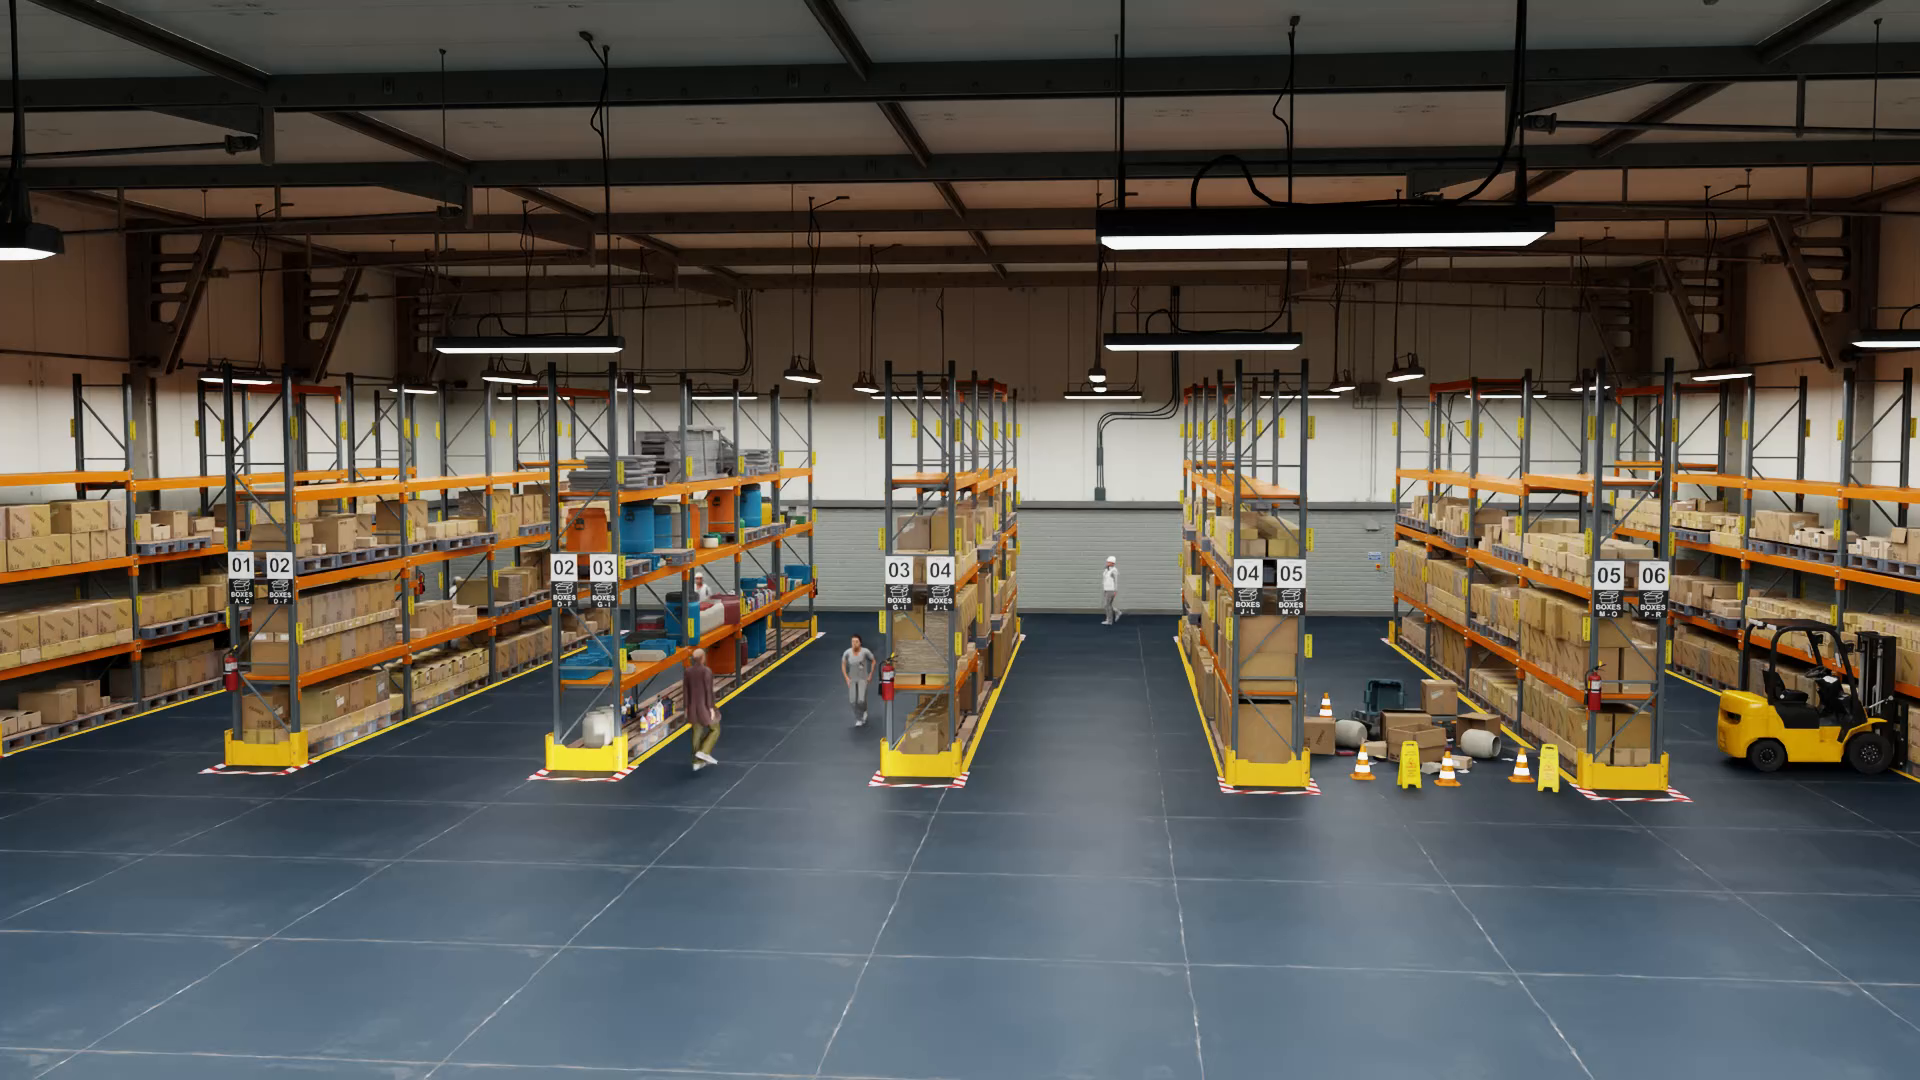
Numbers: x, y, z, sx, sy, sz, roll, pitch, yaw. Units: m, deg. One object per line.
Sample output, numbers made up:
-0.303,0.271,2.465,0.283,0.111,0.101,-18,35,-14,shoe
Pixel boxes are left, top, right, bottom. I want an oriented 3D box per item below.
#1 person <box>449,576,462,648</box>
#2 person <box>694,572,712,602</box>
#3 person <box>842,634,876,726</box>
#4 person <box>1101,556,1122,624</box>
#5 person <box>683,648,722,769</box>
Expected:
-11.543,1.669,38.137,0.532,1.663,0.498,3,5,40,person
-5.989,1.604,38.045,0.655,1.724,1.034,0,4,6,person
-1.706,2.368,28.131,0.564,1.585,0.567,1,4,10,person
3.909,1.290,42.844,0.592,1.762,0.518,-1,4,-9,person
-3.848,2.491,24.594,0.619,1.769,0.554,1,4,20,person
